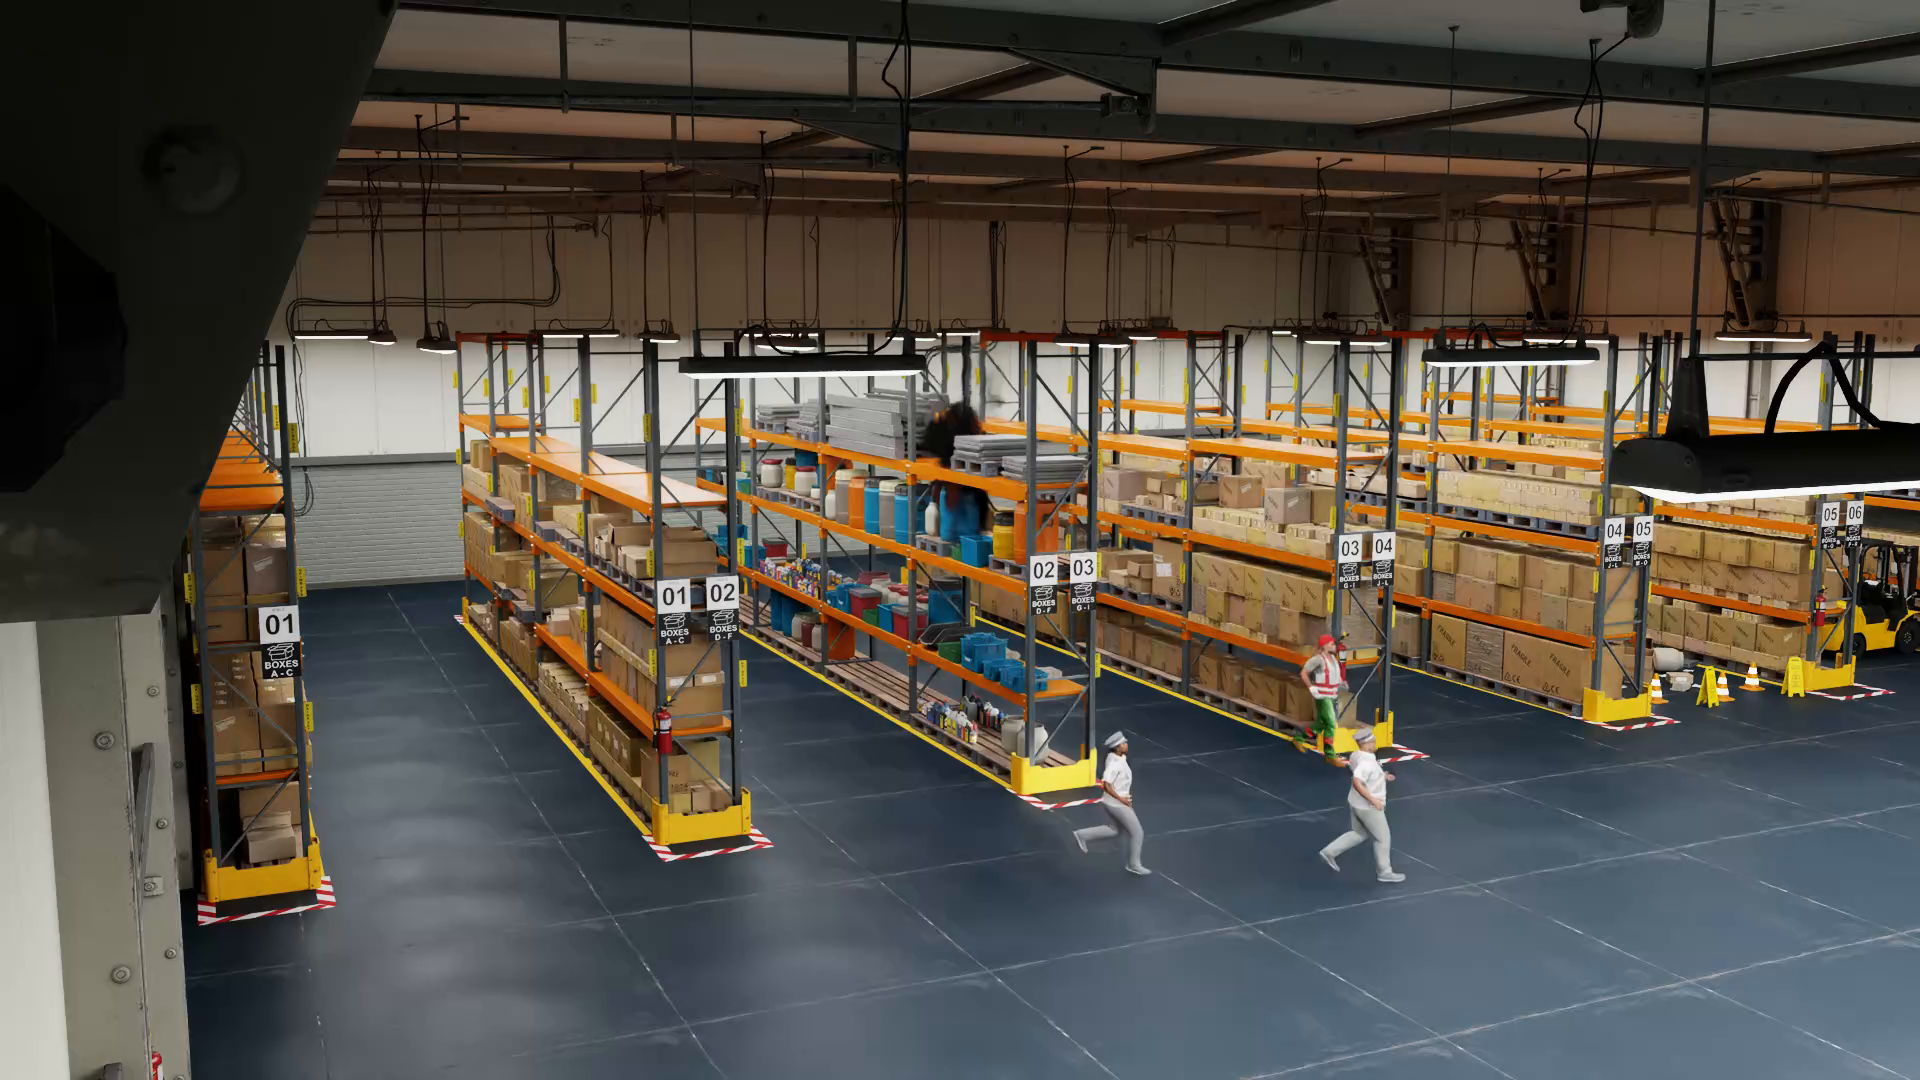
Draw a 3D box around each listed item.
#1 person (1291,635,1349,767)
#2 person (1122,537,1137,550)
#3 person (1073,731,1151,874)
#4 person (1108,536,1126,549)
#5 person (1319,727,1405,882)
[{"bbox_3d":[5.098,2.215,23.306,0.854,1.780,0.695,6,10,38],"label":"person"},{"bbox_3d":[4.236,-0.245,42.399,0.782,1.735,0.718,-4,9,-28],"label":"person"},{"bbox_3d":[1.744,2.994,18.923,0.886,1.684,0.566,0,8,-3],"label":"person"},{"bbox_3d":[3.958,-0.192,42.132,0.669,1.730,0.940,2,8,11],"label":"person"},{"bbox_3d":[4.526,2.951,18.587,0.953,1.755,0.672,-1,8,-4],"label":"person"}]
